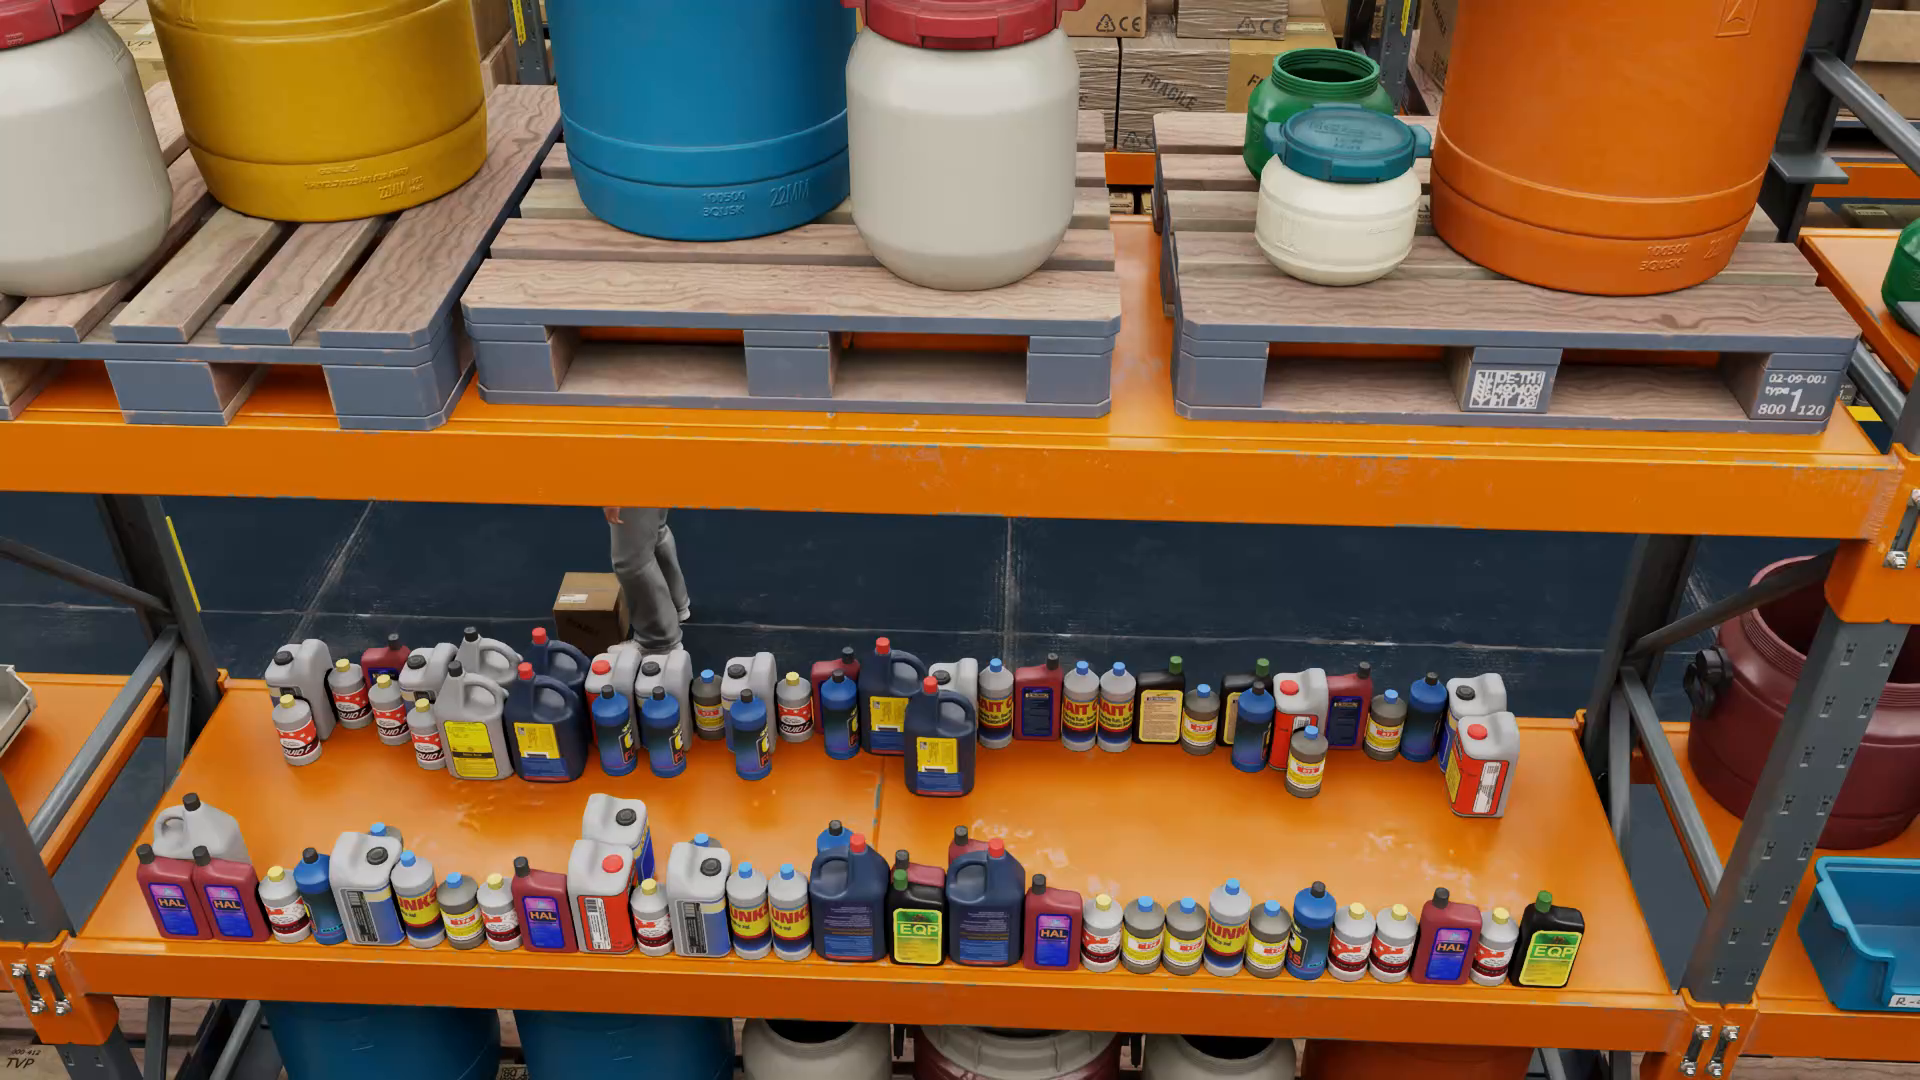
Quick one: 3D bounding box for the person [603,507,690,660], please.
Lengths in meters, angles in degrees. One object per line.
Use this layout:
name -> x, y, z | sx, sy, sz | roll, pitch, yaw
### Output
person -> -1.284, -0.268, 6.518 | 0.356, 1.673, 0.487 | 2, 36, 2
